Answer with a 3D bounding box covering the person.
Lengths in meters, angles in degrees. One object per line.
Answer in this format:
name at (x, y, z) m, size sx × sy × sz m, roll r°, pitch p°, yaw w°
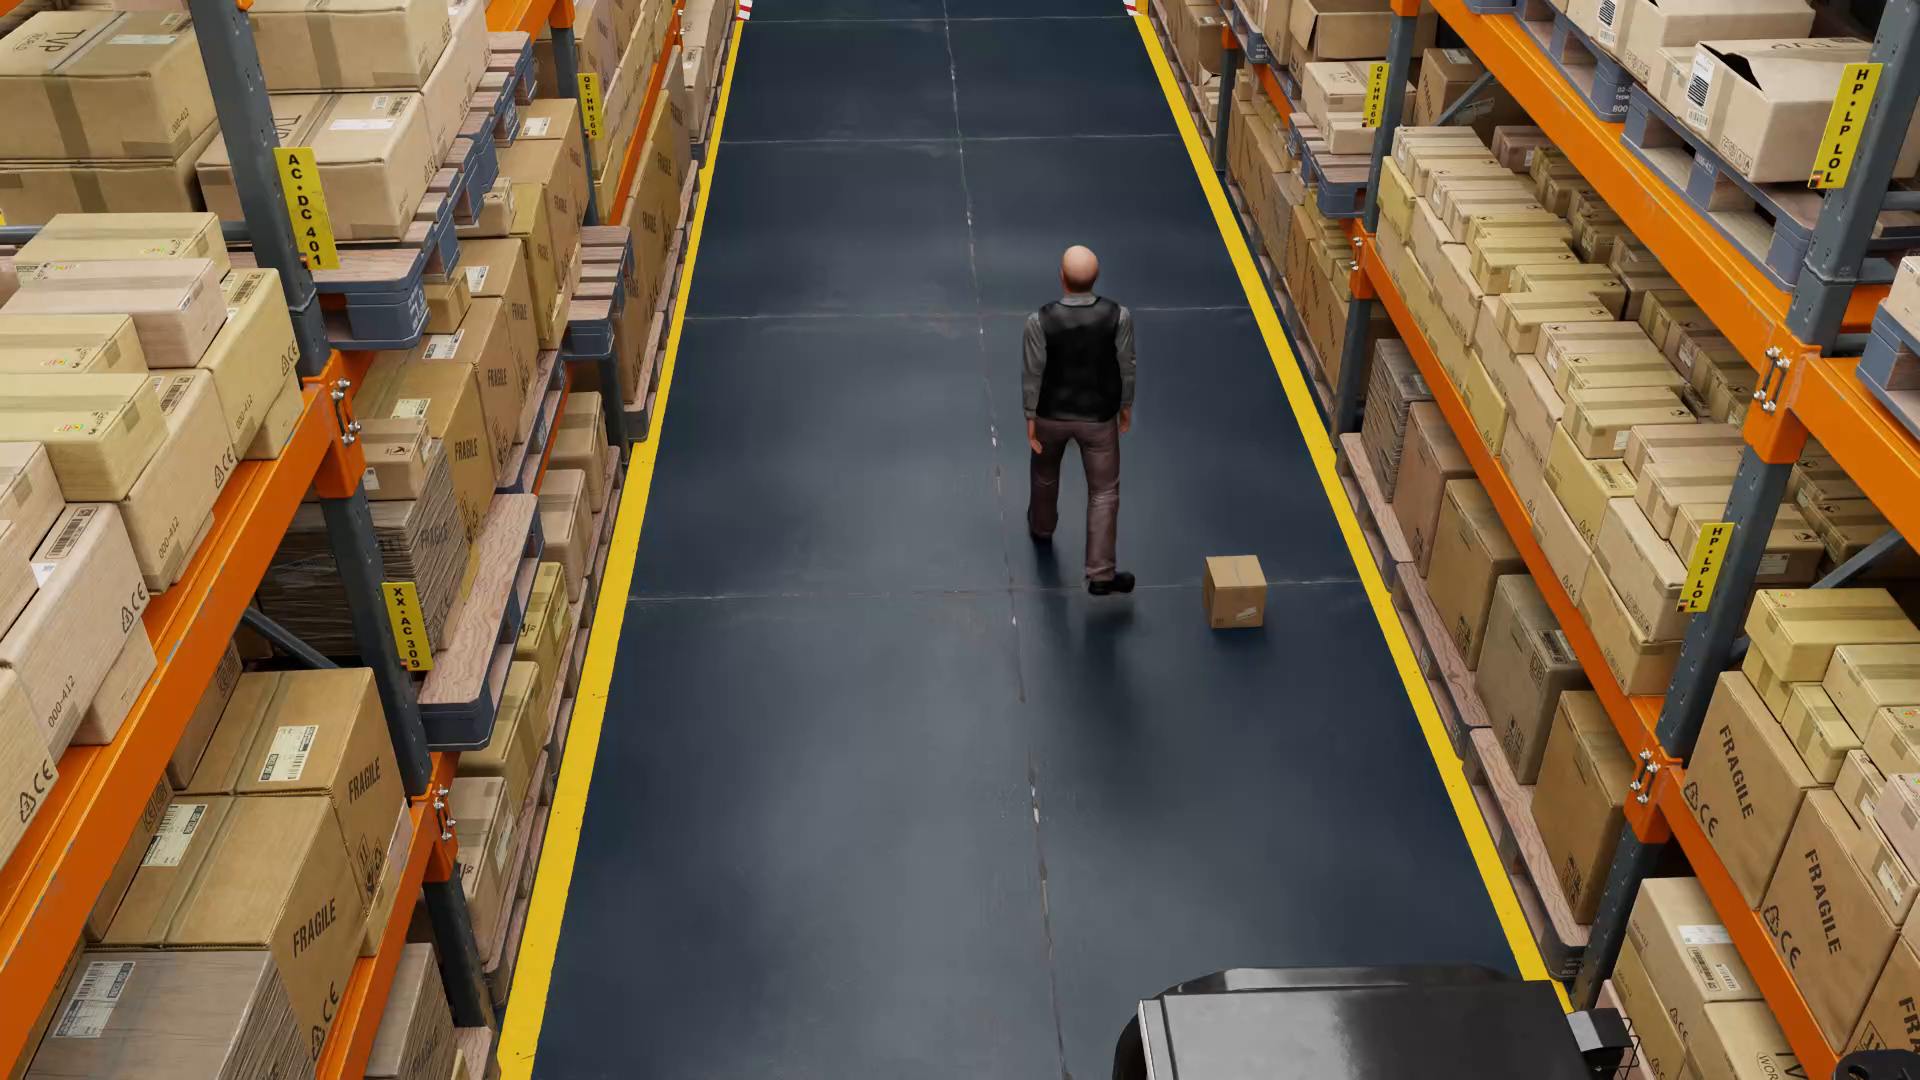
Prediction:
person at (0.581, -0.577, 7.992) m, size 0.586 × 1.706 × 0.923 m, roll 2°, pitch 35°, yaw 3°
